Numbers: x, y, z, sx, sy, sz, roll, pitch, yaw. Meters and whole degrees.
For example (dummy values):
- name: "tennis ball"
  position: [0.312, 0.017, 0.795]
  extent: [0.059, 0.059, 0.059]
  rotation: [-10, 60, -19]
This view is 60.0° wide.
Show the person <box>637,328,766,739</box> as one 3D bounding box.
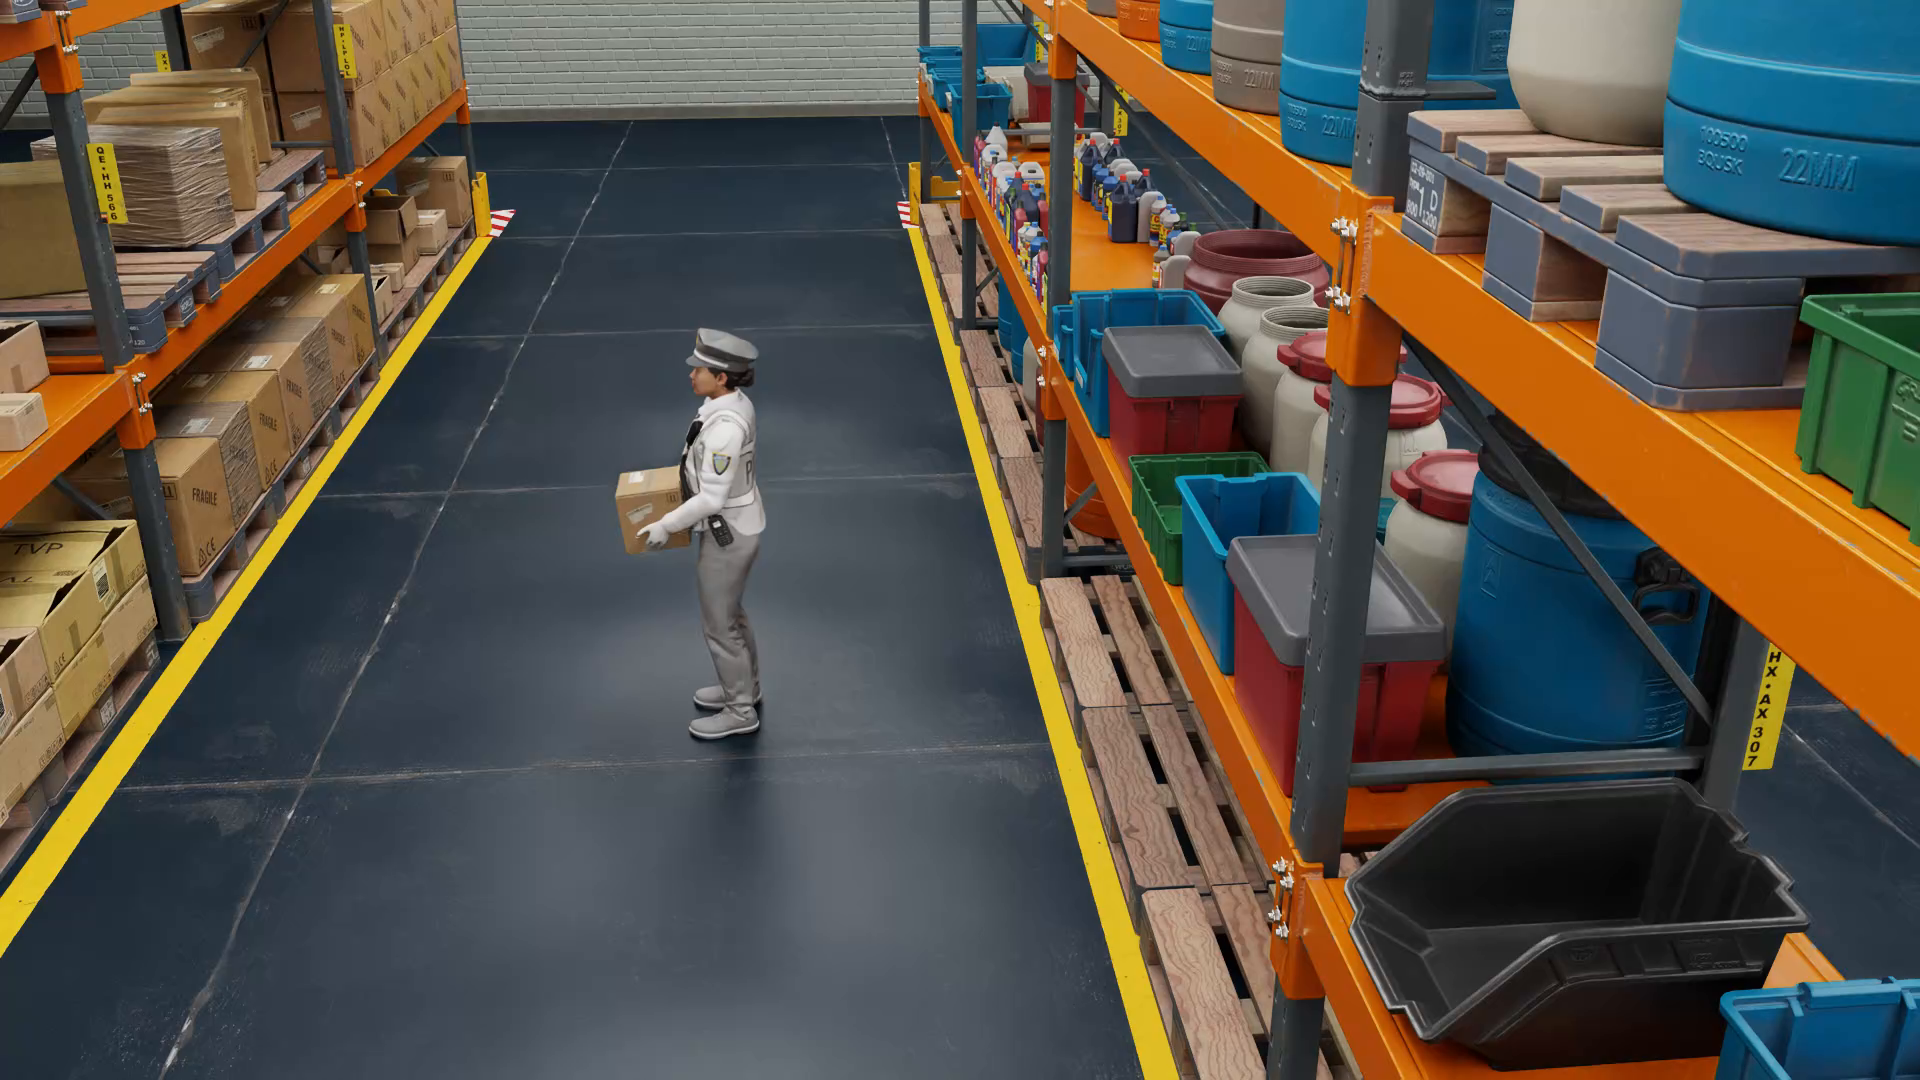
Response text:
- name: "person"
  position: [-1.016, -0.026, 6.619]
  extent: [0.504, 1.692, 0.486]
  rotation: [-2, 24, -5]
